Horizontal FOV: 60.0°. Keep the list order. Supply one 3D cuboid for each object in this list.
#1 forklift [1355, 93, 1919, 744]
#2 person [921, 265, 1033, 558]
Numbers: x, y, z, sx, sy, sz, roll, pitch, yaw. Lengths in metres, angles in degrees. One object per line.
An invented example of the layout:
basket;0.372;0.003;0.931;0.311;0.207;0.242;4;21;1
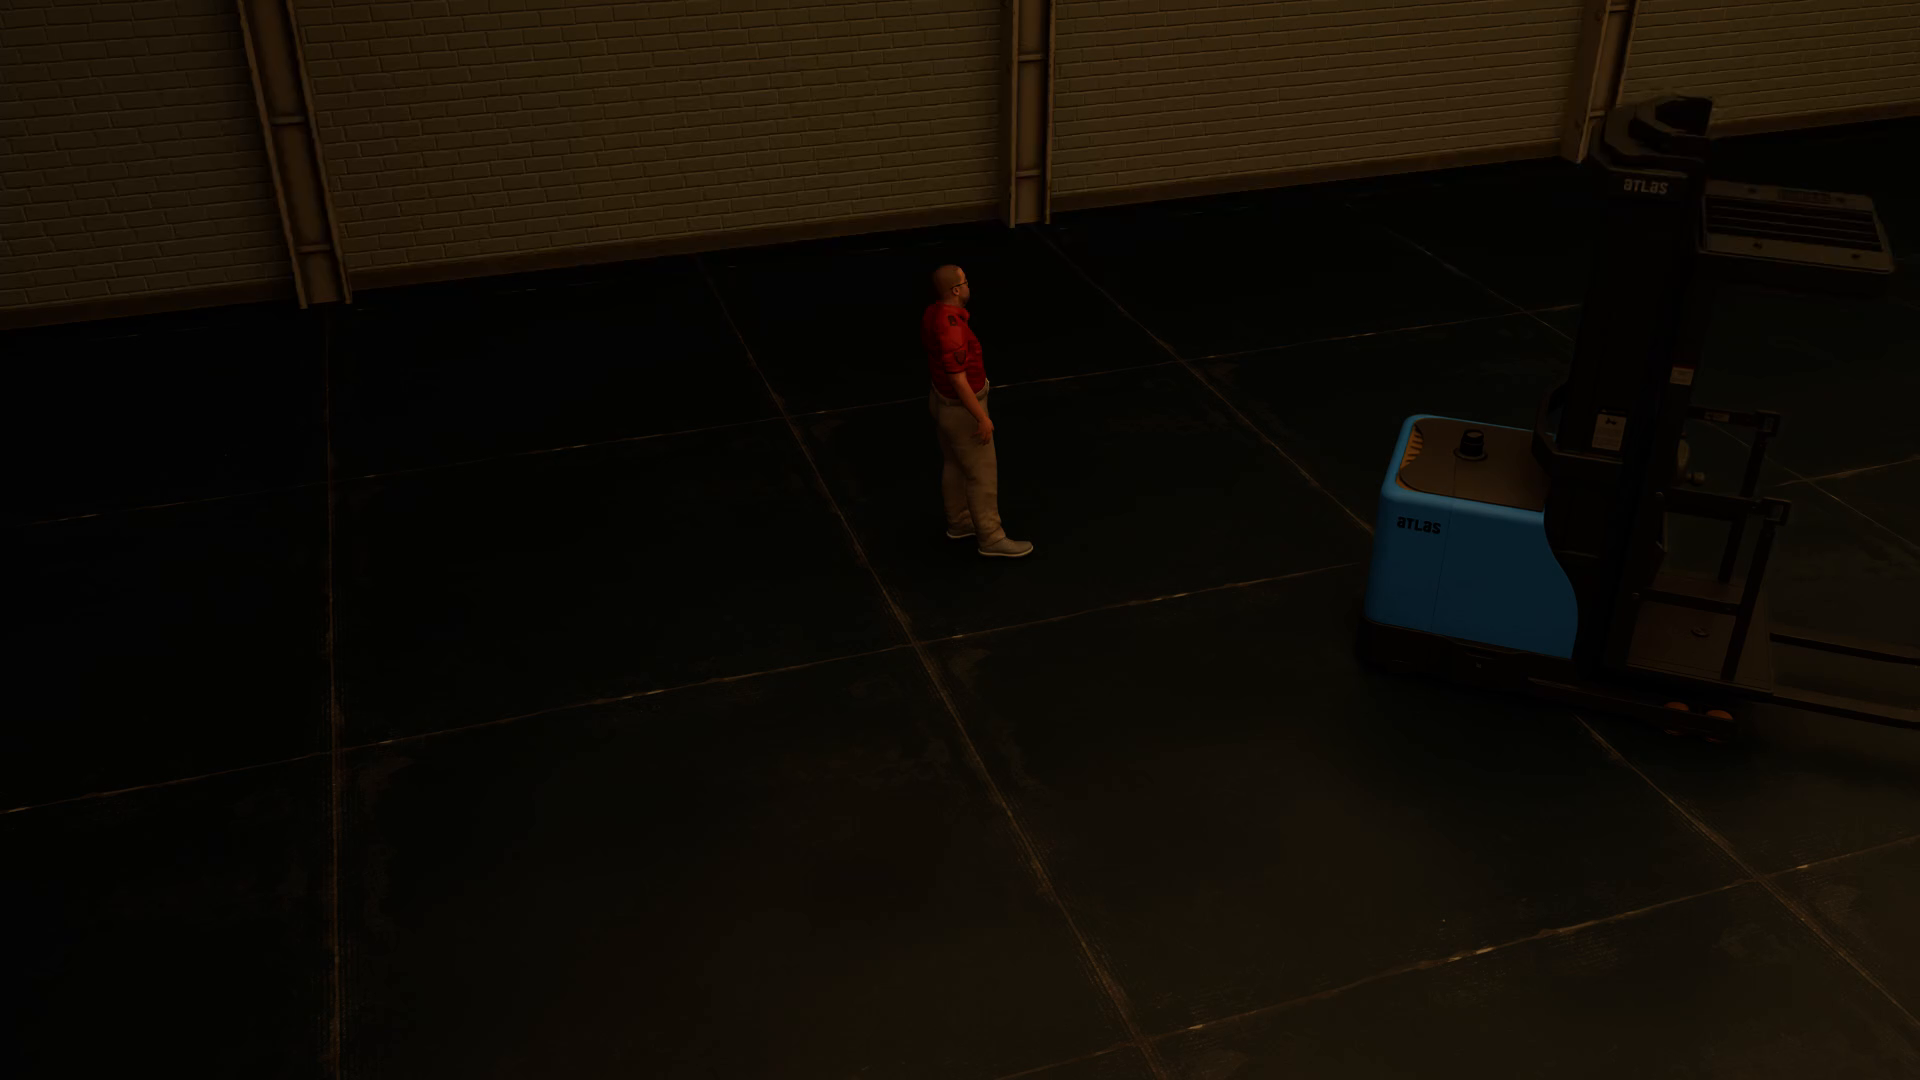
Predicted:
forklift;3.676;-0.558;8.057;3.031;2.935;1.130;11;32;18
person;0.089;-0.763;9.606;0.551;1.727;0.640;-10;31;-16
